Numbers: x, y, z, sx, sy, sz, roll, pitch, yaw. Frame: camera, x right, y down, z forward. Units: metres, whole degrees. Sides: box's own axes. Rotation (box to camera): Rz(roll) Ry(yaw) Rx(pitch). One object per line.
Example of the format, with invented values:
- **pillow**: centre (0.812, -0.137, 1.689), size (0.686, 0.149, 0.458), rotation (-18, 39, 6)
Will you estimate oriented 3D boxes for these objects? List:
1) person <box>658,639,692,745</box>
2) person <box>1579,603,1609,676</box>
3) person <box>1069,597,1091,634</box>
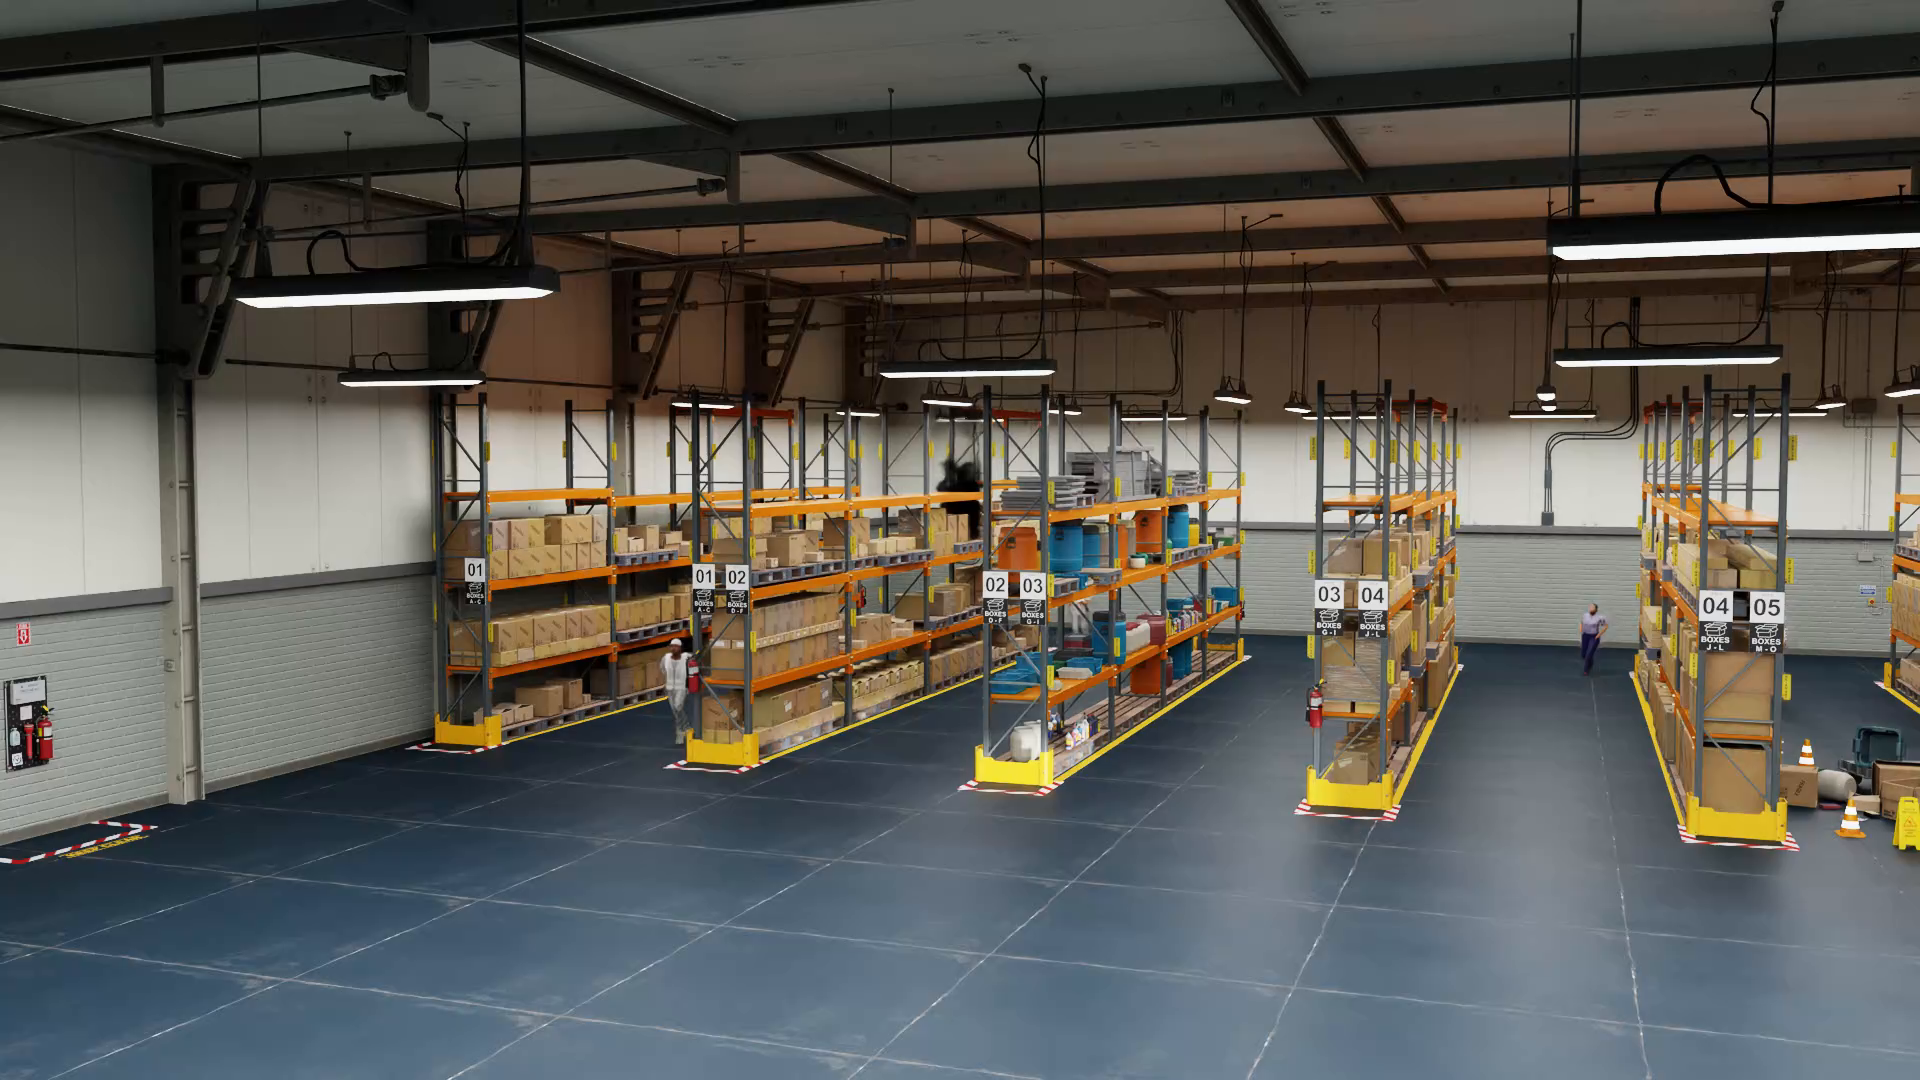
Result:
- **person**: centre (-4.863, 2.598, 28.688), size (0.655, 1.822, 0.816), rotation (1, 3, 17)
- **person**: centre (14.176, 2.225, 37.230), size (0.758, 1.635, 0.618), rotation (-3, 4, -45)
- **person**: centre (2.822, 1.809, 39.653), size (0.598, 1.772, 0.661), rotation (1, 3, 15)
